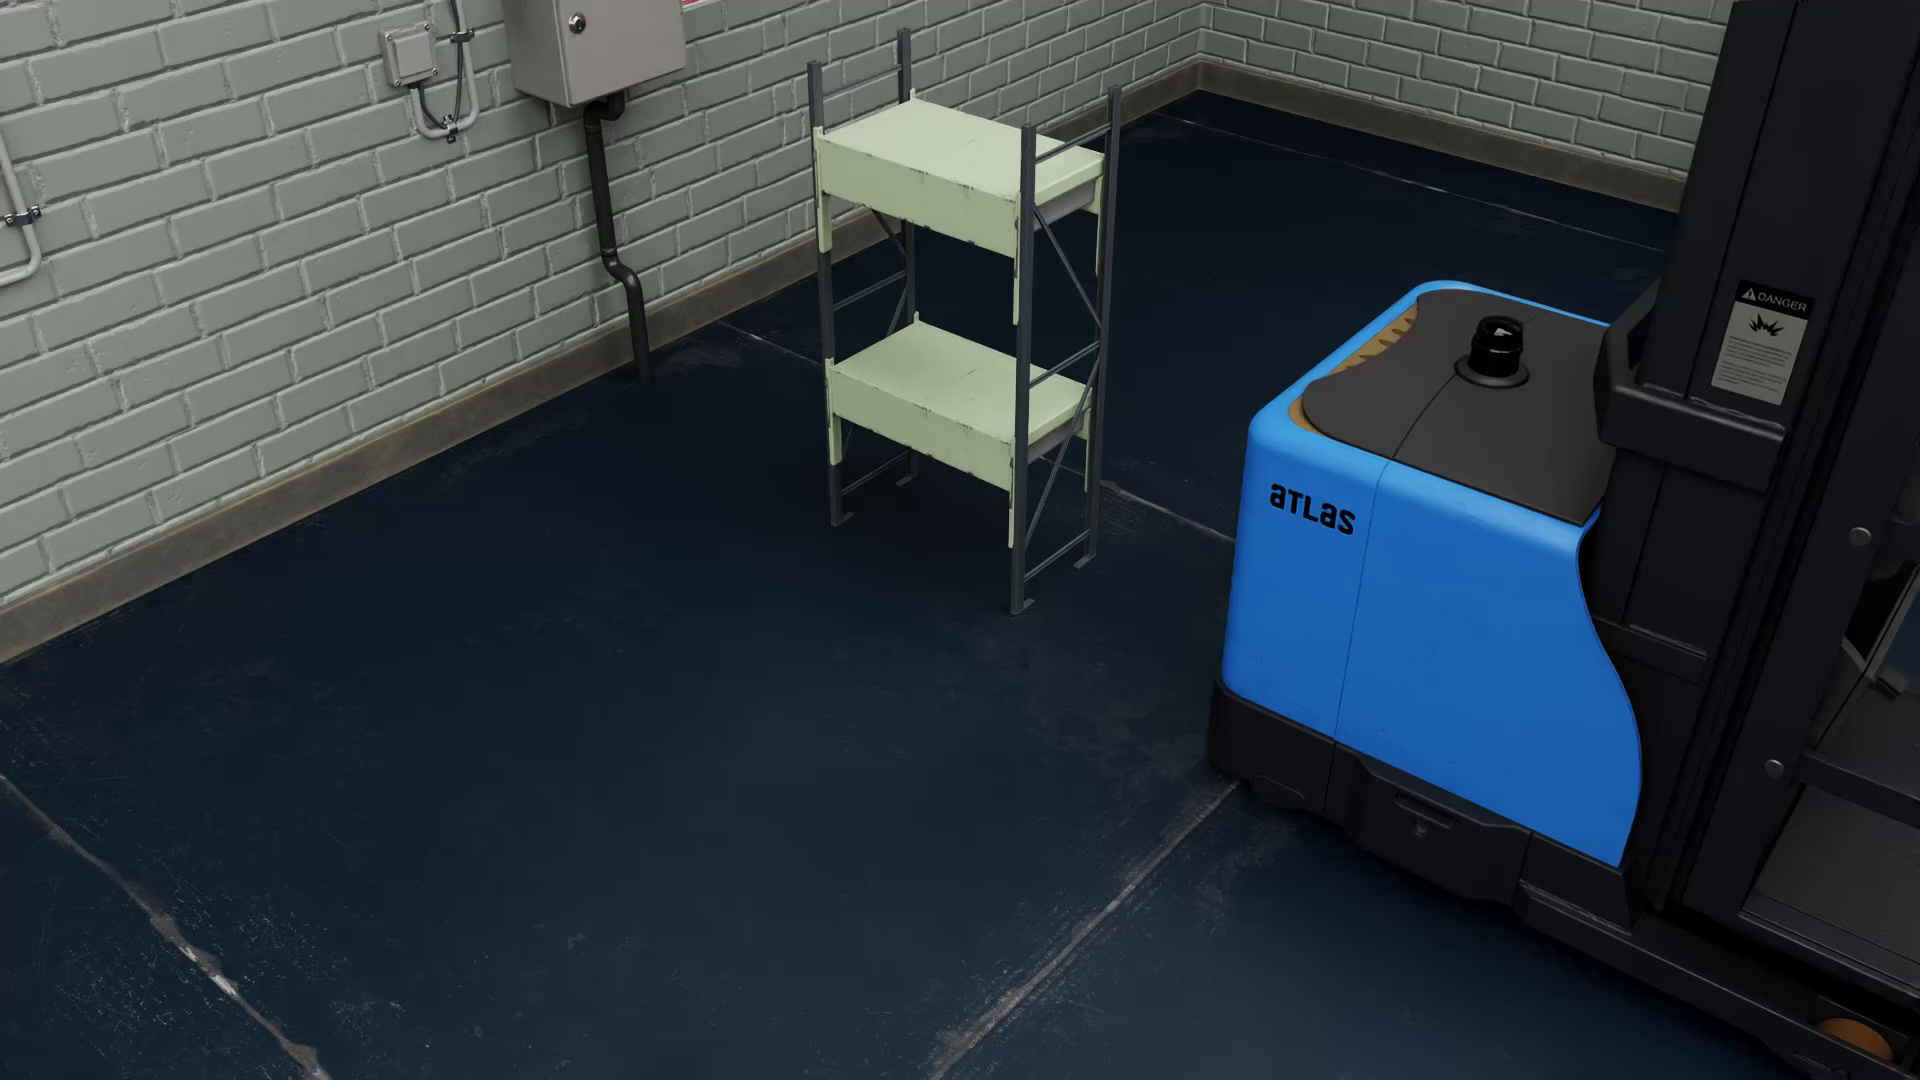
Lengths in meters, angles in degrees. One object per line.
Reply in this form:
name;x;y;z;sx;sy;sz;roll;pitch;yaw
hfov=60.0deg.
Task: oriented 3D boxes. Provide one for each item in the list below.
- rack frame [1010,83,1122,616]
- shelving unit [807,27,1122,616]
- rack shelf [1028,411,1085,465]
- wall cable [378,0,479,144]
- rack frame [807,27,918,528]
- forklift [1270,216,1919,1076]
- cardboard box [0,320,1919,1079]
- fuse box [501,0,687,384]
rack frame;0.286;-0.483;4.629;0.023;1.500;0.400;25;42;32
shelving unit;0.005;-0.616;4.822;0.755;1.500;0.400;25;42;32
rack shelf;0.005;-0.406;4.966;0.664;0.071;0.332;25;42;32
wall cable;-1.676;-2.004;4.621;0.122;1.984;0.588;25;42;32
rack frame;-0.276;-0.748;5.015;0.023;1.500;0.400;25;42;32
forklift;2.148;-0.243;3.093;2.937;2.843;1.107;24;41;31
cardboard box;2.303;2.200;0.678;13.522;1.550;6.103;24;41;31
fuse box;-1.118;-1.294;5.622;0.414;1.711;0.539;25;42;32
